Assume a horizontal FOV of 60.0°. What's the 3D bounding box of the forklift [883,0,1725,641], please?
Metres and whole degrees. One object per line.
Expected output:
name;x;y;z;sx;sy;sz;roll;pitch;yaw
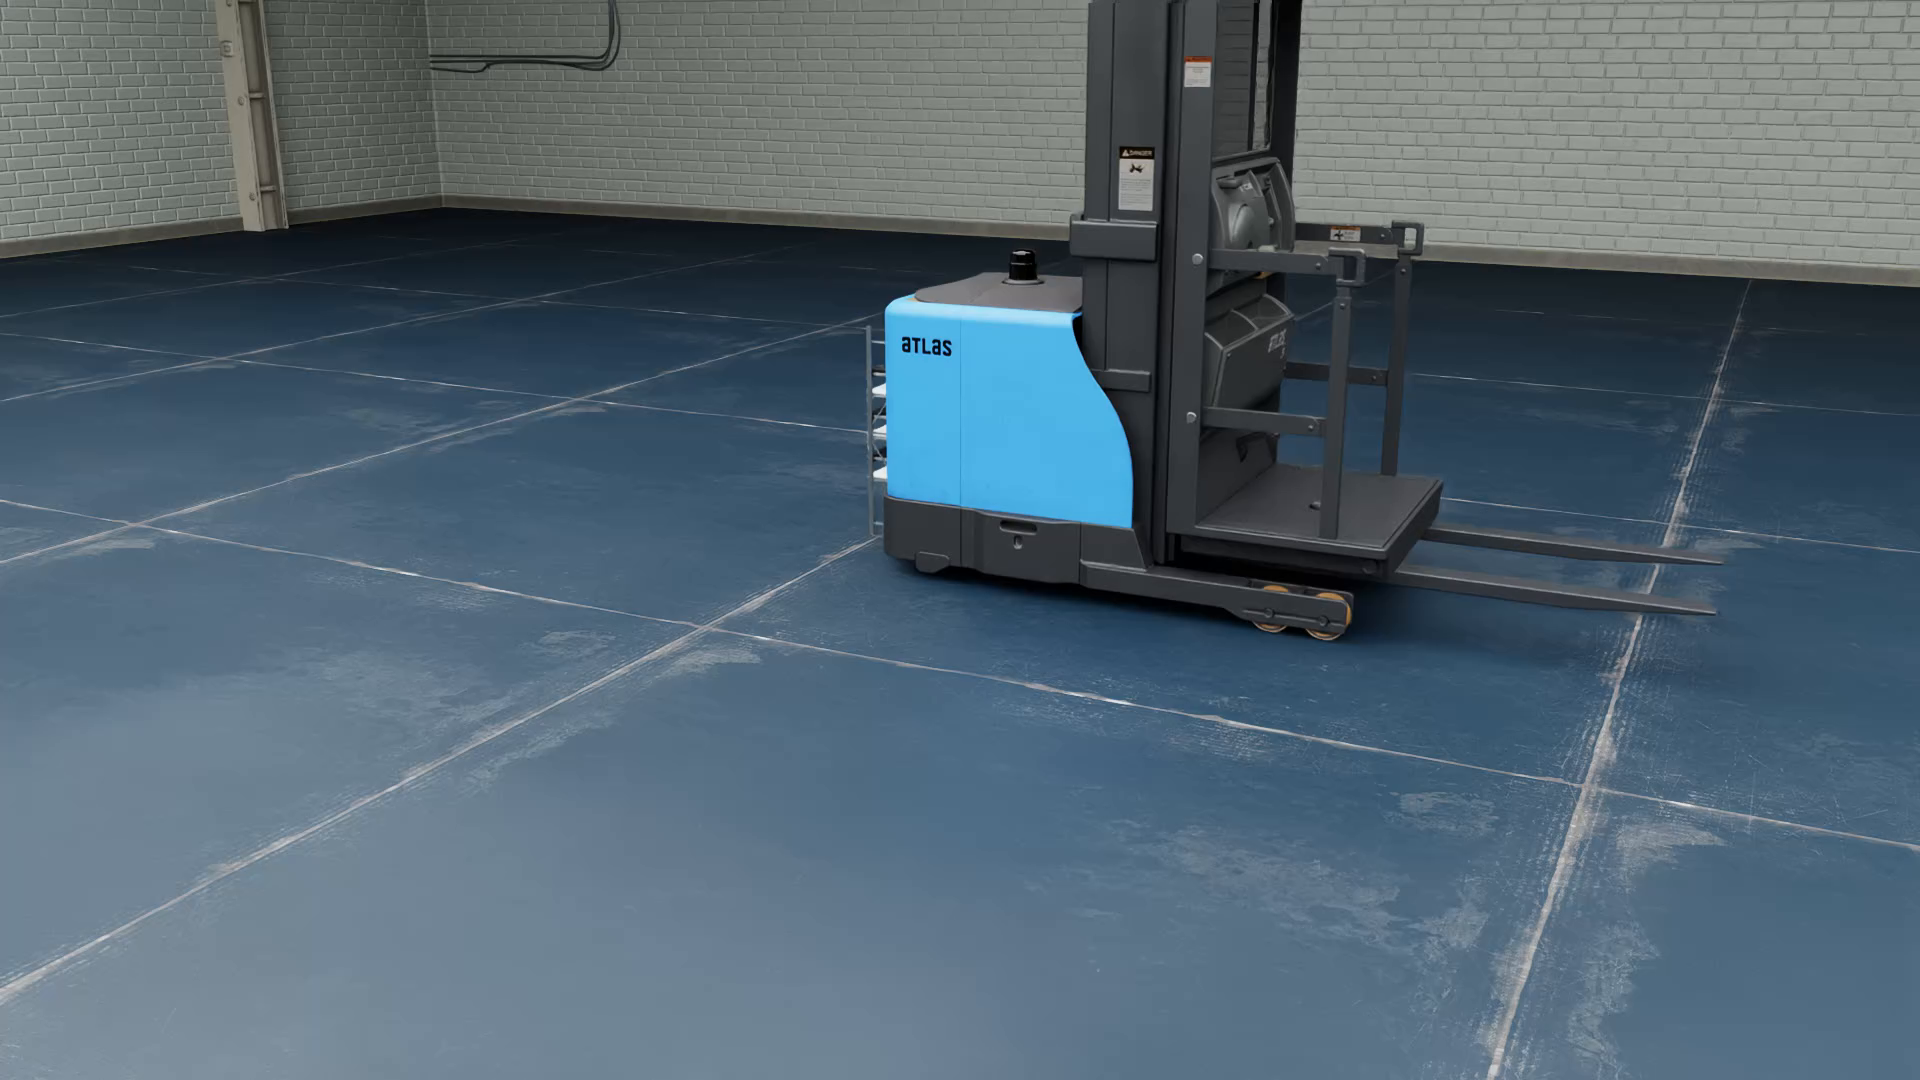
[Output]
forklift;1.254;-1.224;5.999;3.031;2.935;1.130;8;18;25

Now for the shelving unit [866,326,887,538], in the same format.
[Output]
shelving unit;-0.232;-0.460;6.994;0.258;0.900;0.210;7;18;23

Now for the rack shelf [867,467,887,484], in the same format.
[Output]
rack shelf;-0.232;-0.256;7.055;0.258;0.077;0.200;7;18;23

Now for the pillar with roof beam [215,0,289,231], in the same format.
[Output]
pillar with roof beam;-4.066;-7.312;15.837;9.100;9.000;0.400;8;18;25

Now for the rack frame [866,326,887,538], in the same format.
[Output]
rack frame;-0.274;-0.434;6.905;0.240;0.900;0.006;7;18;23

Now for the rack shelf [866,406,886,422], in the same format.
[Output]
rack shelf;-0.232;-0.515;6.978;0.258;0.077;0.200;7;18;23

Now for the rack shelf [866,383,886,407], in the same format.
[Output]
rack shelf;-0.232;-0.601;6.952;0.258;0.077;0.200;7;18;23

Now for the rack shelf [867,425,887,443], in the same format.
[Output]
rack shelf;-0.232;-0.428;7.003;0.258;0.077;0.200;7;18;23

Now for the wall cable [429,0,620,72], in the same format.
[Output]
wall cable;-5.418;-6.953;20.083;3.097;2.526;0.112;8;18;25

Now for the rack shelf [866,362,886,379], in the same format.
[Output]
rack shelf;-0.232;-0.687;6.926;0.258;0.077;0.200;7;18;23

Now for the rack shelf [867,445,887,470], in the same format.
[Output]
rack shelf;-0.232;-0.342;7.029;0.258;0.077;0.200;7;18;23
